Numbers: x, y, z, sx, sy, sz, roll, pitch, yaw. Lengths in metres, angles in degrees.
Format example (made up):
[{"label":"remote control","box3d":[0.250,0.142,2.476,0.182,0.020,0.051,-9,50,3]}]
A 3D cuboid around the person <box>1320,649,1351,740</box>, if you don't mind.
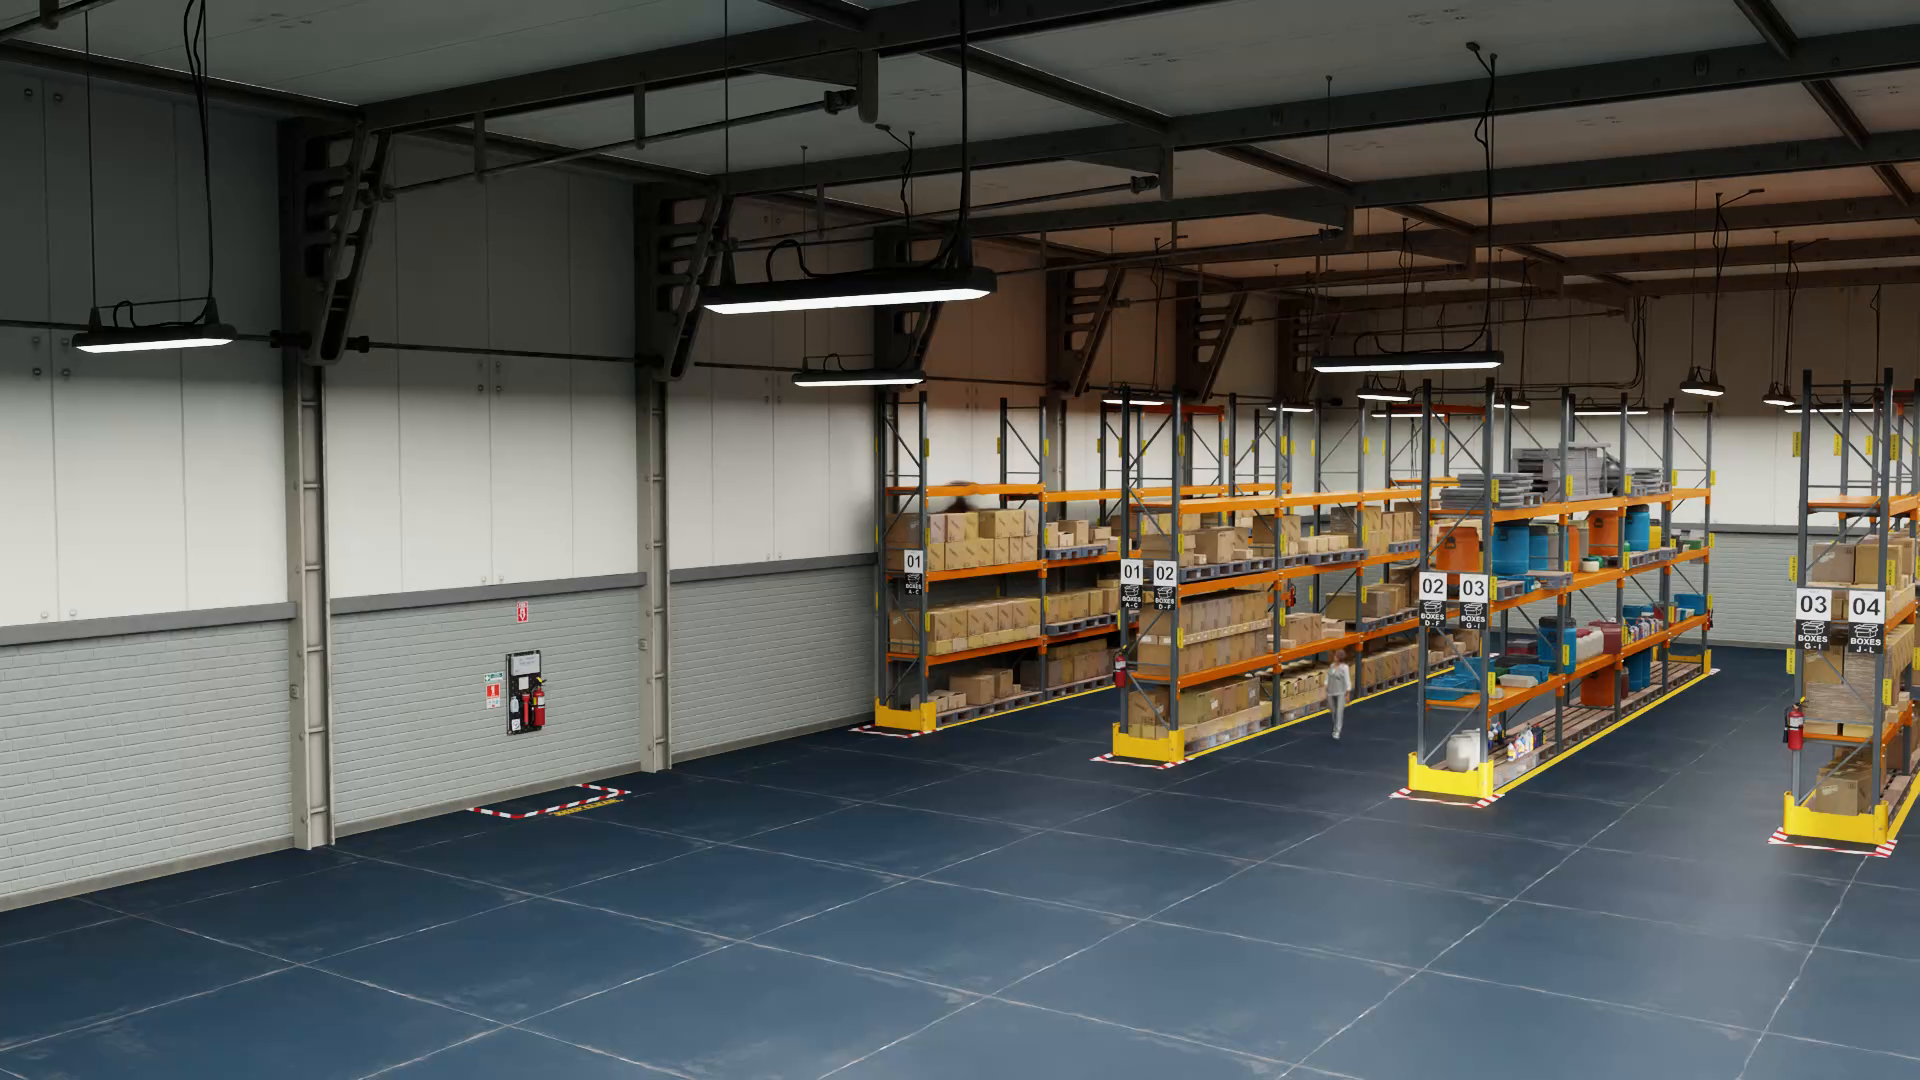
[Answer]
[{"label":"person","box3d":[6.396,2.634,28.318,0.475,1.538,0.999,2,4,31]}]
